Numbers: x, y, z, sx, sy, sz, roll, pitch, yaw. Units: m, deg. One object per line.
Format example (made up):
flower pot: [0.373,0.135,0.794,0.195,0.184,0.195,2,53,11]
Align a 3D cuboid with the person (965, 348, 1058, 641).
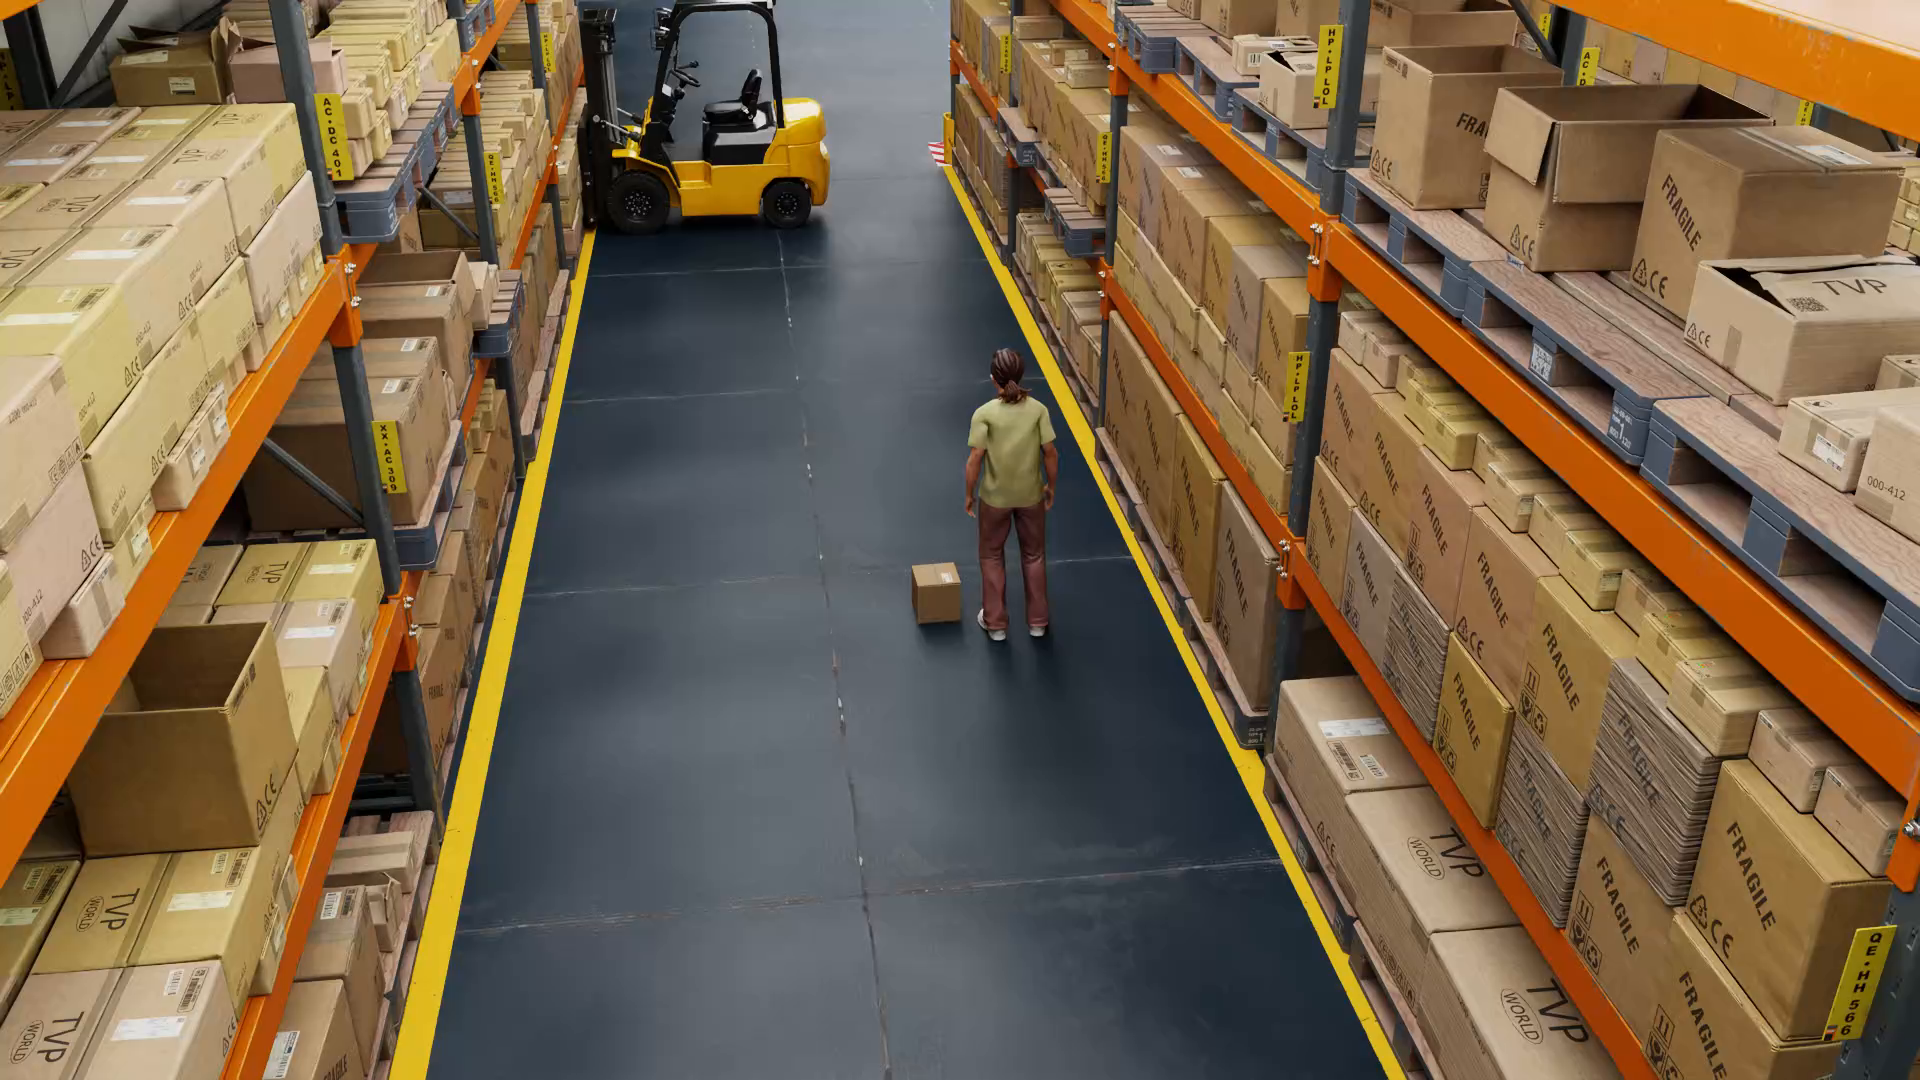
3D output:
person: [0.276,-0.234,9.075,0.513,1.673,0.347,-4,28,-9]
